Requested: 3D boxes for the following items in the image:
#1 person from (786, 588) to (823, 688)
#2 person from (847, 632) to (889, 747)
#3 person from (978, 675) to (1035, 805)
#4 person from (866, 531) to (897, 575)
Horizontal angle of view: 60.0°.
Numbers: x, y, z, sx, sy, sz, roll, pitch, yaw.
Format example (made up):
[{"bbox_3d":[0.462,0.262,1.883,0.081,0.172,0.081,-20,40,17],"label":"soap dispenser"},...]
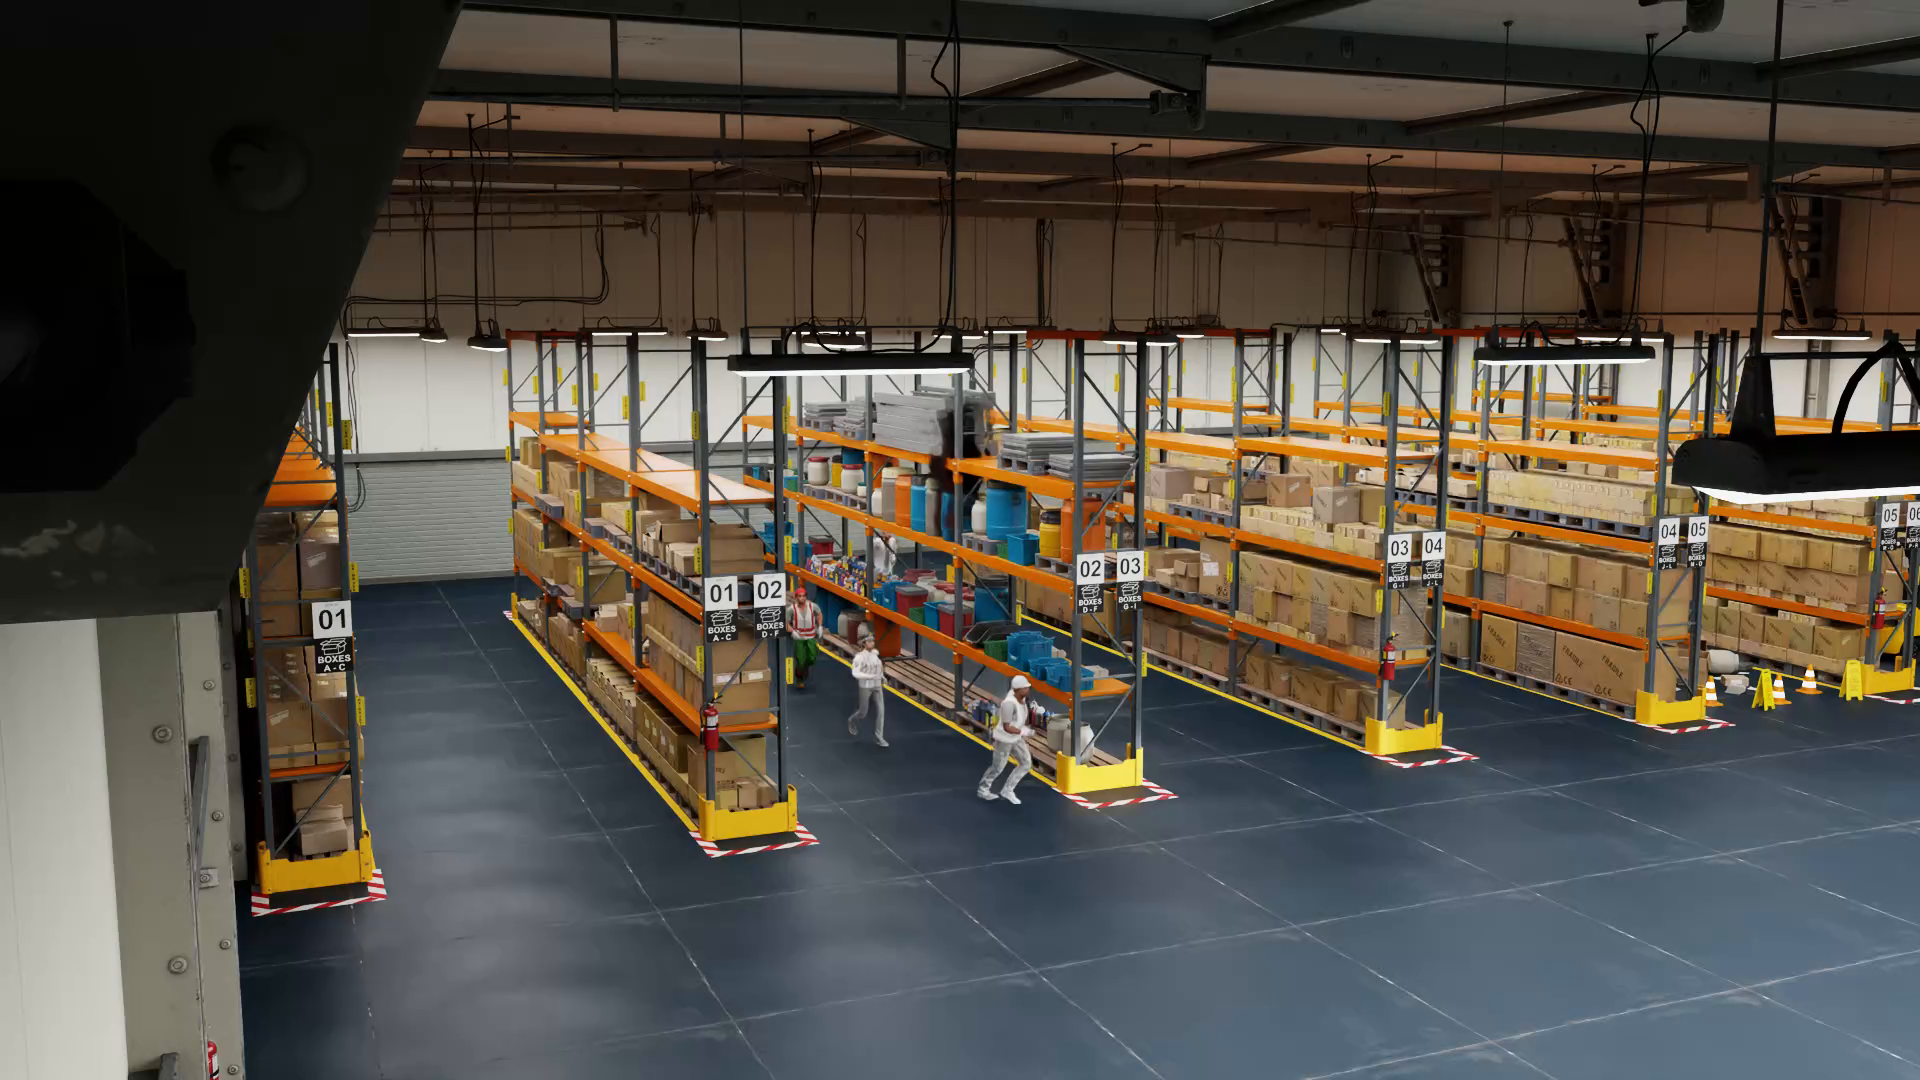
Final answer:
[{"bbox_3d":[-2.618,1.663,28.051,0.680,1.734,0.659,-2,8,-14],"label":"person"},{"bbox_3d":[-1.338,2.167,24.528,0.619,1.666,0.870,-6,10,-37],"label":"person"},{"bbox_3d":[0.594,2.573,21.445,0.791,1.744,0.658,4,9,30],"label":"person"},{"bbox_3d":[-1.715,0.556,36.303,0.708,1.712,0.712,-7,10,-40],"label":"person"}]
